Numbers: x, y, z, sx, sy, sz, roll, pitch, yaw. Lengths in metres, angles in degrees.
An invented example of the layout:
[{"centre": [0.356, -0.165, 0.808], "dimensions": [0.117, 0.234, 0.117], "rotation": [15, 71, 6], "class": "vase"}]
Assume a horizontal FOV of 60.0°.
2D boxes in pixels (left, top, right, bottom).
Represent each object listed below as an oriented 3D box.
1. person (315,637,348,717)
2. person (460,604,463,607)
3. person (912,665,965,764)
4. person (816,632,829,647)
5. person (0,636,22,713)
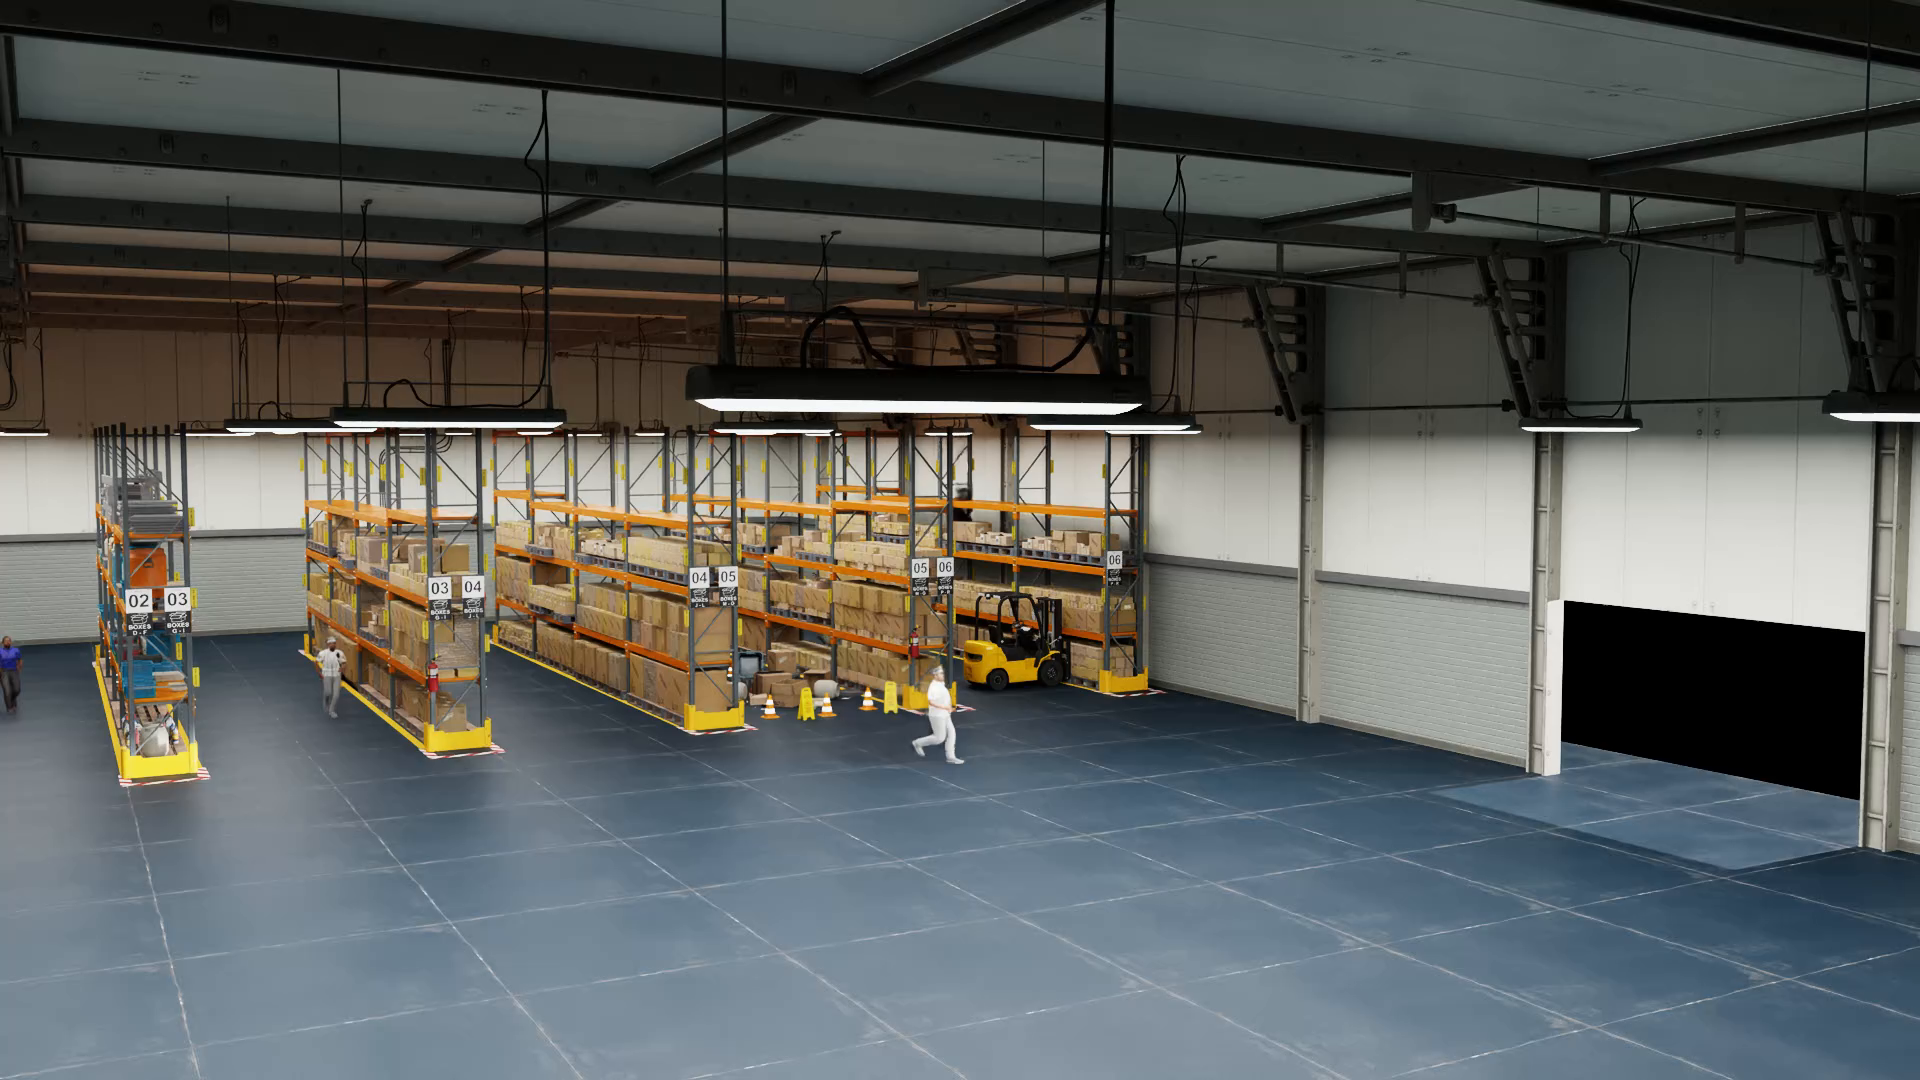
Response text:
[{"centre": [-12.933, 2.814, 34.256], "dimensions": [0.636, 1.662, 0.500], "rotation": [-2, 4, -27], "class": "person"}, {"centre": [-13.992, 2.054, 47.124], "dimensions": [0.802, 1.633, 0.661], "rotation": [1, 4, 21], "class": "person"}, {"centre": [-0.366, 3.076, 29.335], "dimensions": [0.917, 1.748, 0.678], "rotation": [1, 4, 13], "class": "person"}, {"centre": [-3.603, 2.149, 44.754], "dimensions": [0.644, 1.727, 0.580], "rotation": [-2, 4, -27], "class": "person"}, {"centre": [-19.899, 2.811, 34.775], "dimensions": [0.555, 1.609, 0.550], "rotation": [-3, 4, -39], "class": "person"}]
